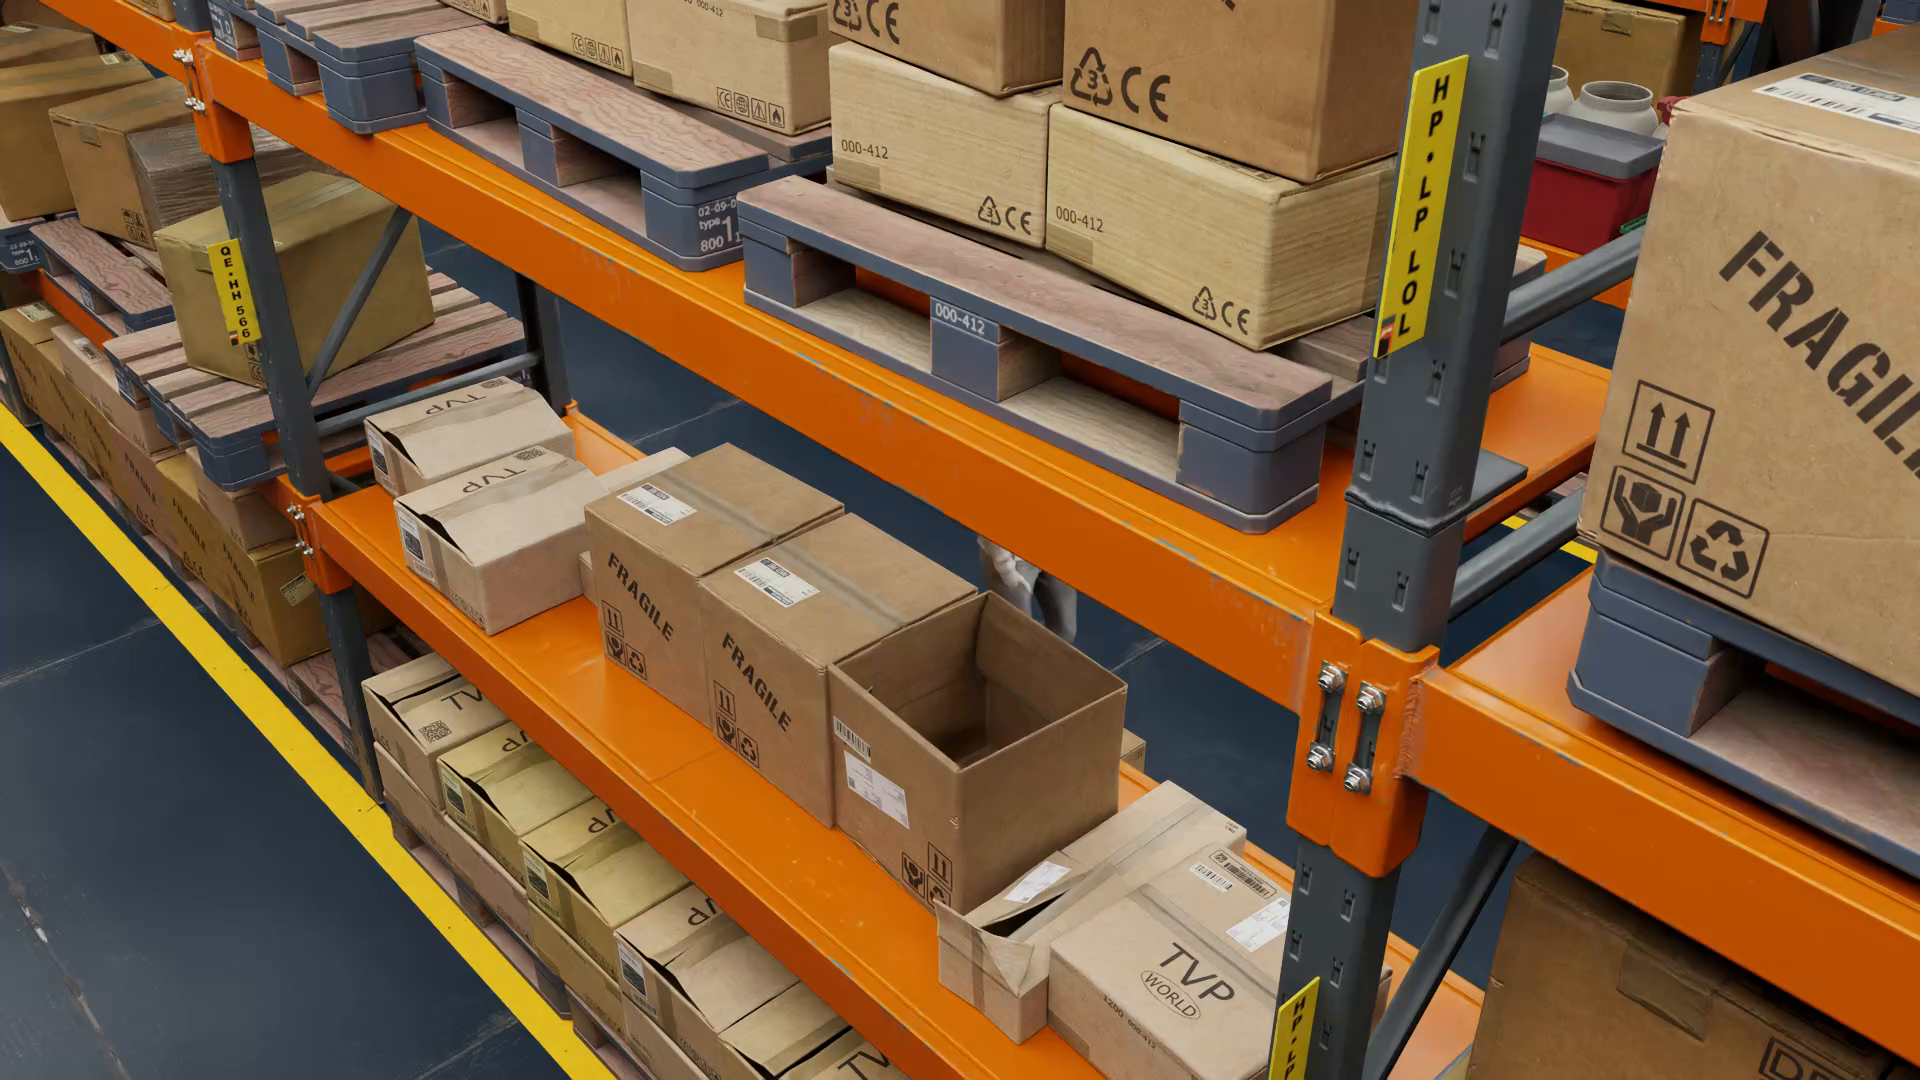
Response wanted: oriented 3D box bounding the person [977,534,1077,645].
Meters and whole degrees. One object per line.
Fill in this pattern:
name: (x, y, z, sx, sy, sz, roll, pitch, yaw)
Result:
person: (0.276, 0.043, 6.088, 0.479, 1.657, 0.366, -25, 40, -34)
